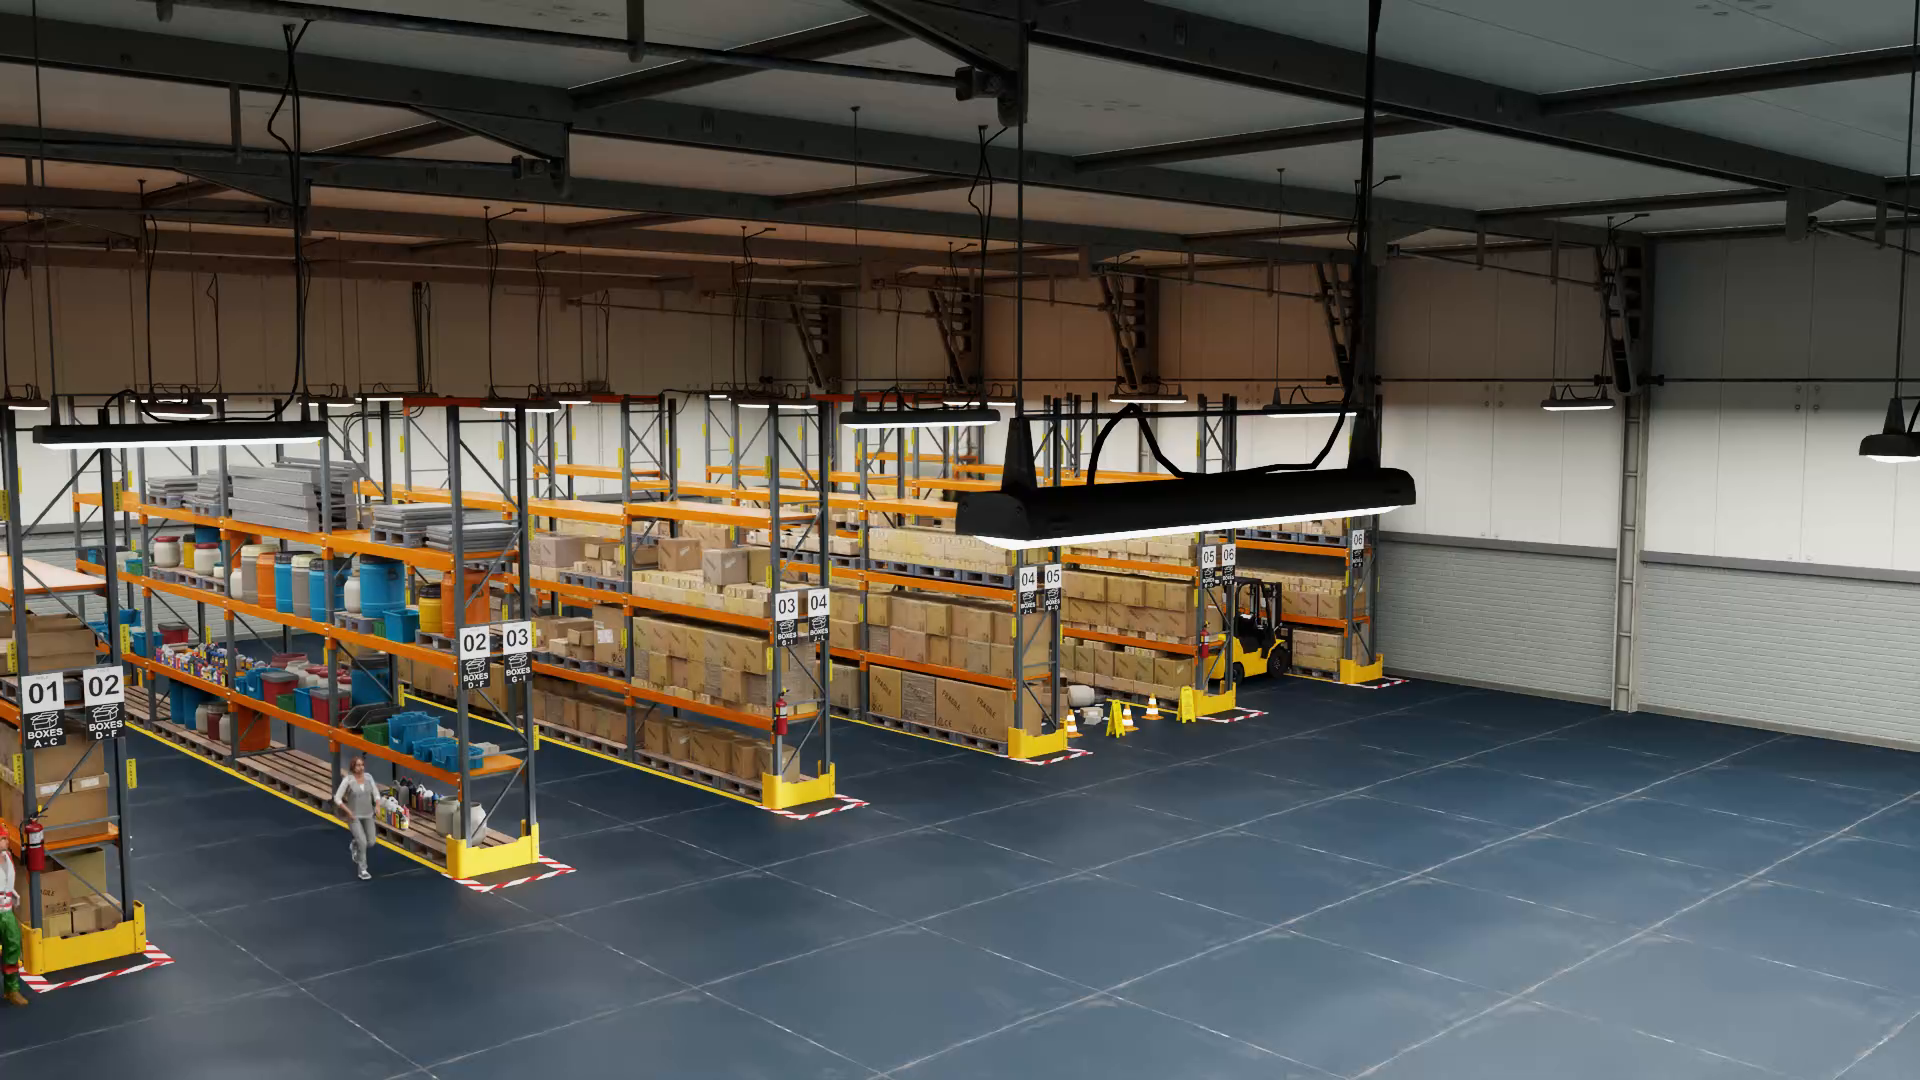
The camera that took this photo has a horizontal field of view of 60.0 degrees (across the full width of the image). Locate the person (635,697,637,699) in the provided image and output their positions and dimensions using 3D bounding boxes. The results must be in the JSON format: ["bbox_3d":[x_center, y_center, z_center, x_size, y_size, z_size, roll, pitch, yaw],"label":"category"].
[{"bbox_3d":[-6.661,2.336,33.140,0.575,1.631,0.602,4,7,38],"label":"person"}]

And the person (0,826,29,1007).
[{"bbox_3d":[-9.828,3.802,16.939,0.869,1.818,0.720,2,6,15],"label":"person"}]

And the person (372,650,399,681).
[{"bbox_3d":[-9.989,2.691,28.723,0.914,1.705,0.604,4,7,38],"label":"person"}]

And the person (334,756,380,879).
[{"bbox_3d":[-7.674,3.508,21.169,0.571,1.553,0.621,-5,8,-44],"label":"person"}]
